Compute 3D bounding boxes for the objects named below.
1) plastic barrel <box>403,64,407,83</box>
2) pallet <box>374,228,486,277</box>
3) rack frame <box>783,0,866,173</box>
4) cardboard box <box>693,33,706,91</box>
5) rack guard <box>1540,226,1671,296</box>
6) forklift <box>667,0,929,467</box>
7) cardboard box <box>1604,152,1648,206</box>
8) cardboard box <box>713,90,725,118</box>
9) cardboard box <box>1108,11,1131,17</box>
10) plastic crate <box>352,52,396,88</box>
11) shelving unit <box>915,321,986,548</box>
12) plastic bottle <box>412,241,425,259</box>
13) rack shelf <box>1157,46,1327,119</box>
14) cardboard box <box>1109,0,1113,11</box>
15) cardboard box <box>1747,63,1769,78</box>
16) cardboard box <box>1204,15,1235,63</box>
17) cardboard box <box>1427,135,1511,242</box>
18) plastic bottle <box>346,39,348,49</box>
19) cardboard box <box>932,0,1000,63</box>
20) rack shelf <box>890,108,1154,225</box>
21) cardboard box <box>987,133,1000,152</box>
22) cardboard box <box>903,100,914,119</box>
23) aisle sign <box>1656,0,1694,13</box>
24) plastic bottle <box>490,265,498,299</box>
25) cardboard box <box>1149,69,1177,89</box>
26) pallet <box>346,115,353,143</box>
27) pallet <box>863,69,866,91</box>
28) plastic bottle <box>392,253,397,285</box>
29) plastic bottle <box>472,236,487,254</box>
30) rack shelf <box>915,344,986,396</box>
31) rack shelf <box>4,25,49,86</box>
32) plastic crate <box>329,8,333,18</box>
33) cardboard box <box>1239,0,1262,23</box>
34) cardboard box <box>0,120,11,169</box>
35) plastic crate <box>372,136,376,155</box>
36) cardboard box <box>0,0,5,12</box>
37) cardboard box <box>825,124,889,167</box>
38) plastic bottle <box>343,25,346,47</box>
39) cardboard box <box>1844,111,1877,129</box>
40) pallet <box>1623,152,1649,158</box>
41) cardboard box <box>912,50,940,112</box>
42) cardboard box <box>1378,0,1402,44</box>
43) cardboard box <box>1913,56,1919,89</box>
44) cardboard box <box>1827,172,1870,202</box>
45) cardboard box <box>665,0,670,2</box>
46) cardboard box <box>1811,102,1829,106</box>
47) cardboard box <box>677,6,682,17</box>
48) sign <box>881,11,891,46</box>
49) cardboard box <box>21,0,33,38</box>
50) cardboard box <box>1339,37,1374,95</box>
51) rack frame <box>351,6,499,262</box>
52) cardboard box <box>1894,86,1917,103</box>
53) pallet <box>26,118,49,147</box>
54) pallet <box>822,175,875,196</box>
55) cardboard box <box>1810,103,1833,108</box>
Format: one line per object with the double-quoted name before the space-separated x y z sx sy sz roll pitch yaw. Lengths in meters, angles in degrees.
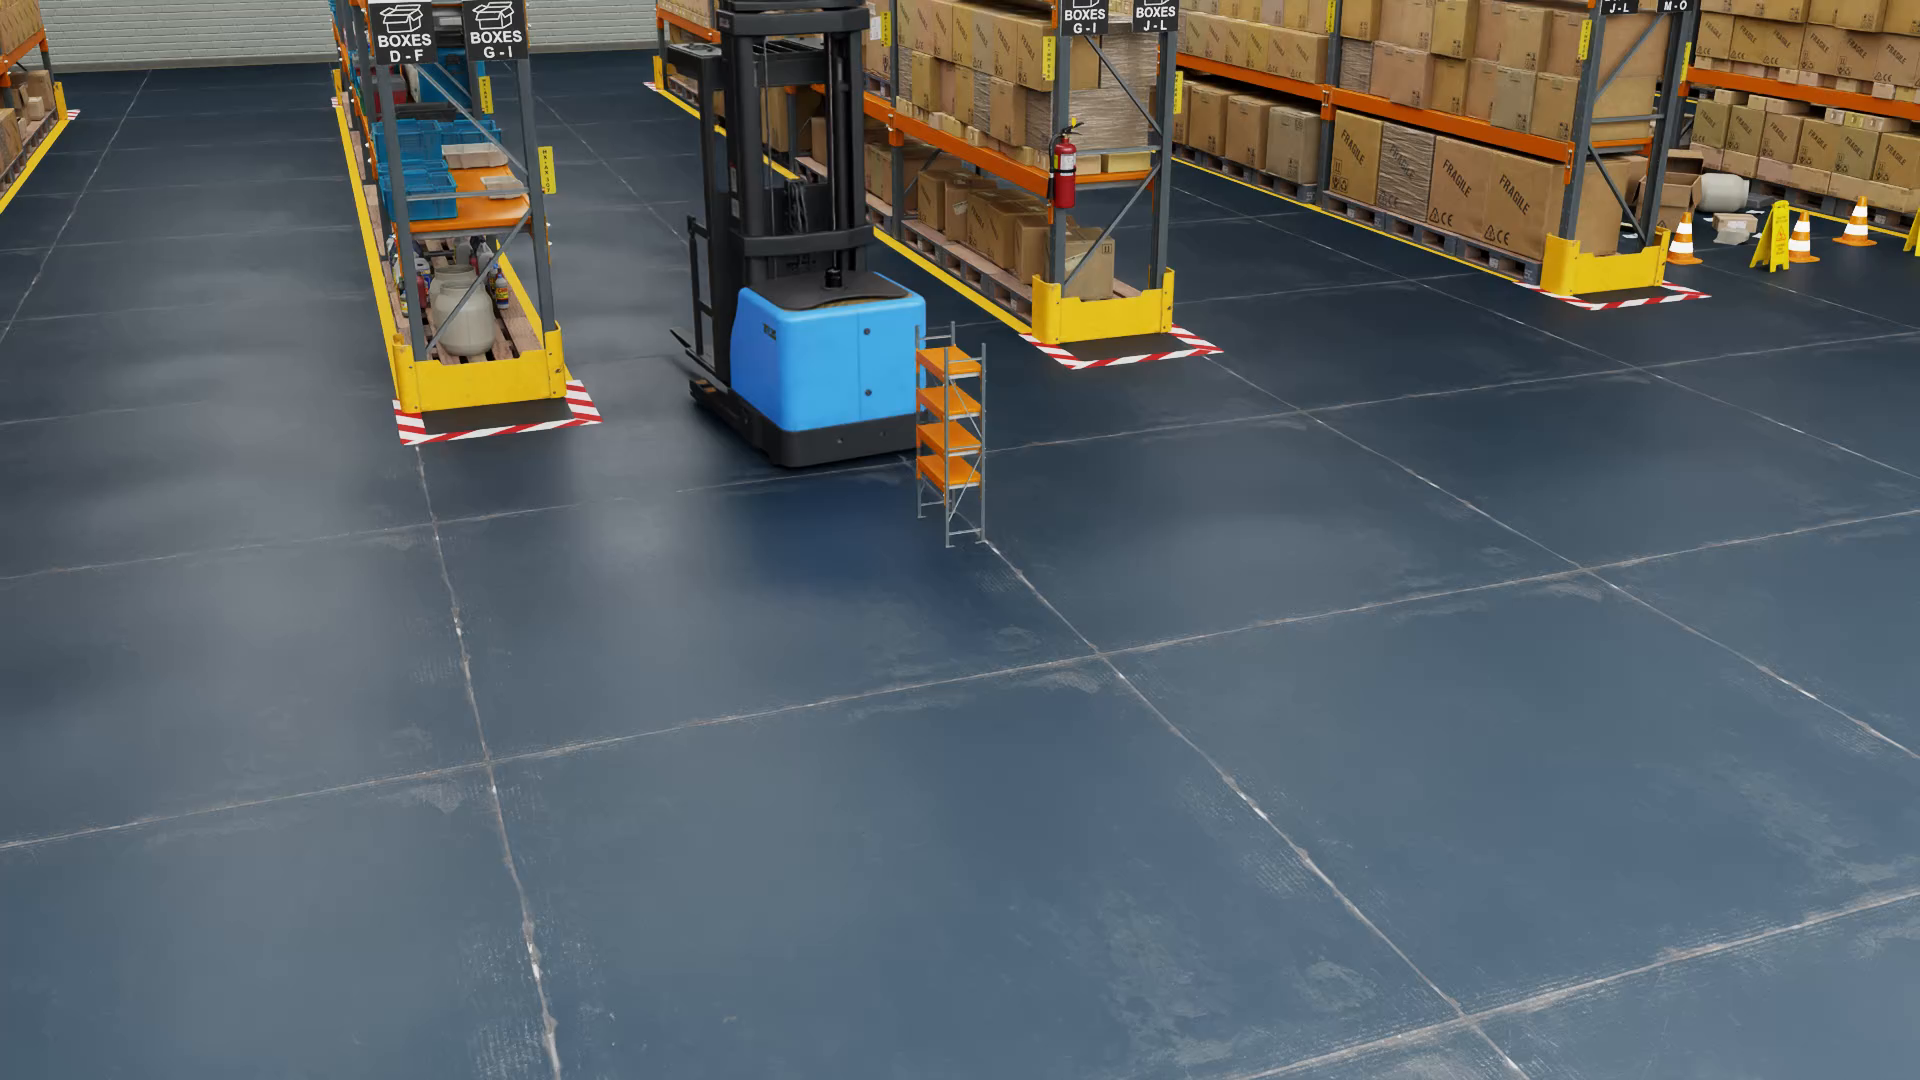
"plastic barrel" -5.688 -5.015 17.642 0.421 0.512 0.421 0 23 0
"pallet" -5.152 -2.849 16.239 1.003 0.211 1.213 -8 24 -19
"rack frame" -1.618 -5.987 20.093 1.000 3.000 0.127 -8 24 -19
"cardboard box" -3.507 -7.233 25.244 0.875 0.875 0.875 -8 24 -19
"rack guard" 5.892 -2.564 15.189 1.175 0.500 0.348 -8 24 -19
"forklift" -1.316 -2.353 11.559 1.130 2.935 3.031 -11 25 -24
"cardboard box" 7.152 -3.982 18.375 0.797 0.637 0.503 -8 24 -19
"cardboard box" -2.786 -6.425 23.327 1.225 0.875 0.875 -8 24 -19
"cardboard box" 1.099 -4.144 13.921 0.500 0.500 0.500 -8 24 -19
"plastic crate" -5.967 -4.708 16.976 0.402 0.464 0.583 -8 24 -19
"shelving unit" -0.058 -0.613 9.660 0.258 1.200 0.503 -8 24 -19
"plastic bottle" -4.807 -2.506 14.678 0.144 0.351 0.185 -8 24 -19
"rack shelf" 3.764 -5.573 20.036 1.077 0.370 4.000 -8 24 -19
"cardboard box" 2.178 -7.246 22.479 0.380 0.149 0.250 -8 24 -19
"cardboard box" 9.192 -5.348 18.899 0.380 0.149 0.250 -8 24 -17
"cardboard box" 3.324 -6.109 20.254 0.500 0.500 0.500 -8 24 -19
"cardboard box" 5.270 -3.495 16.376 0.875 0.875 0.875 -9 24 -20
"plastic bottle" -7.449 -6.063 20.432 0.152 0.276 0.135 -8 24 -19
"cardboard box" 0.070 -4.616 15.041 0.500 0.500 0.500 -8 24 -19
"rack shelf" 0.502 -3.476 15.060 1.077 0.370 4.000 -8 24 -19
"cardboard box" 0.457 -3.492 14.496 0.380 0.149 0.250 -8 24 -19
"cardboard box" -0.334 -4.206 16.191 0.380 0.149 0.250 -8 24 -19
"aisle sign" 6.190 -4.938 14.256 0.394 0.787 0.004 -8 24 -19
"plastic bottle" -3.896 -2.172 13.989 0.097 0.271 0.097 0 23 0
"cardboard box" 2.571 -6.231 22.383 0.500 0.250 0.500 -9 24 -20
"pallet" -7.961 -5.738 23.092 1.003 0.211 1.213 -8 24 -19
"pallet" -0.880 -5.185 18.437 1.003 0.211 1.213 -8 24 -19
"plastic bottle" -4.856 -2.321 14.325 0.061 0.283 0.133 -7 24 -17
"plastic bottle" -4.274 -2.572 14.835 0.144 0.351 0.185 -10 25 -22
"rack shelf" -0.058 -0.975 9.507 0.258 0.148 0.480 -8 24 -19
"rack shelf" -13.007 -6.478 22.184 1.077 0.370 4.000 -8 24 -19
"plastic crate" -9.263 -7.858 24.794 0.250 0.136 0.298 -8 24 -19
"cardboard box" 3.751 -6.418 19.699 0.700 0.500 0.500 -9 24 -20
"cardboard box" -11.514 -4.631 19.527 0.500 0.500 0.500 -8 24 -18
"plastic crate" -4.623 -3.225 13.812 0.450 0.188 0.662 -8 24 -19
"cardboard box" -12.203 -6.799 20.604 0.500 0.500 0.500 -8 24 -18
"cardboard box" -1.155 -4.598 19.448 0.700 0.500 0.500 -10 25 -23
"plastic bottle" -7.887 -6.467 21.382 0.061 0.283 0.133 -8 24 -19
"cardboard box" 9.674 -4.482 17.722 0.380 0.149 0.250 -8 24 -18
"pallet" 8.790 -4.891 21.083 1.003 0.211 1.213 -8 24 -19
"cardboard box" 0.040 -4.359 15.717 0.875 0.500 0.500 -8 24 -19
"cardboard box" 4.872 -5.422 17.168 0.875 0.550 0.550 -8 24 -19
"cardboard box" 10.030 -4.783 16.724 0.500 0.500 0.500 -9 24 -20
"cardboard box" 9.766 -3.813 17.933 0.500 0.250 0.500 -8 24 -19
"cardboard box" -4.337 -8.563 26.014 0.500 0.250 0.500 -9 24 -20
"cardboard box" 12.741 -6.664 24.215 0.875 0.625 0.625 -8 24 -17
"cardboard box" -4.083 -8.045 25.300 0.380 0.149 0.250 -9 24 -20
"sign" -0.723 -4.990 16.236 0.100 0.325 0.005 -8 24 -19
"cardboard box" -12.943 -7.087 22.573 0.500 0.500 0.500 -8 24 -19
"cardboard box" 4.612 -5.114 17.829 0.875 0.550 0.550 -8 24 -19
"rack frame" -4.839 -3.854 15.033 1.000 3.000 0.127 -8 24 -19
"cardboard box" 9.883 -4.604 17.134 0.380 0.149 0.250 -9 24 -20
"pallet" -12.977 -5.491 22.507 1.003 0.211 1.213 -8 24 -19
"pallet" -0.916 -3.976 18.911 1.003 0.211 1.213 -8 24 -19
"cardboard box" 9.707 -4.803 19.317 0.500 0.500 0.500 -8 24 -18
